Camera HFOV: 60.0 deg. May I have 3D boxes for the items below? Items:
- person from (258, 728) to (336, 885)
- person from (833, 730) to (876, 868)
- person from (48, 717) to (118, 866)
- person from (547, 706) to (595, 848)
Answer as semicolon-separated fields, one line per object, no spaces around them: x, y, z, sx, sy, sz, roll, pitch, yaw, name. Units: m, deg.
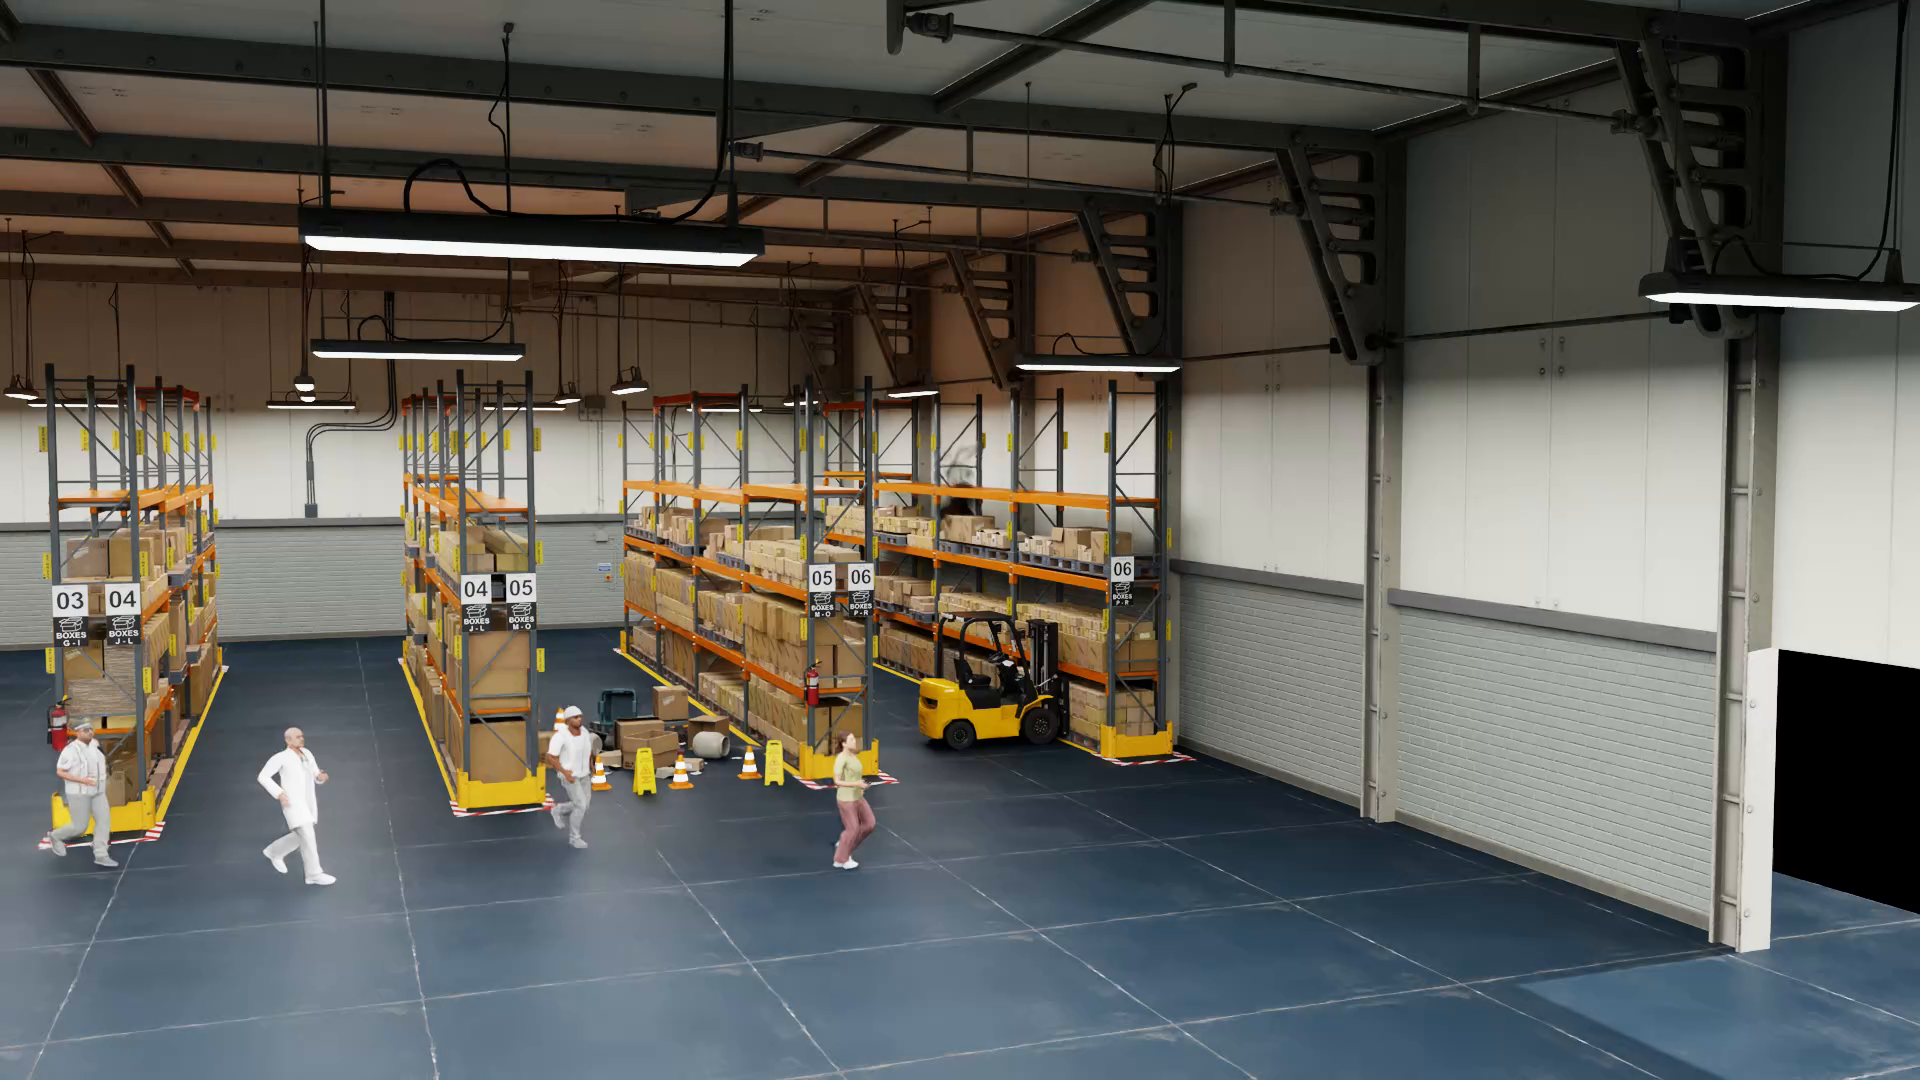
-7.524;2.998;18.850;1.033;1.750;0.707;1;3;16;person
-1.242;3.036;19.470;0.526;1.627;0.570;1;4;22;person
-10.357;2.971;19.670;0.911;1.770;0.668;1;4;19;person
-4.879;2.931;20.744;0.671;1.753;0.694;2;4;32;person
